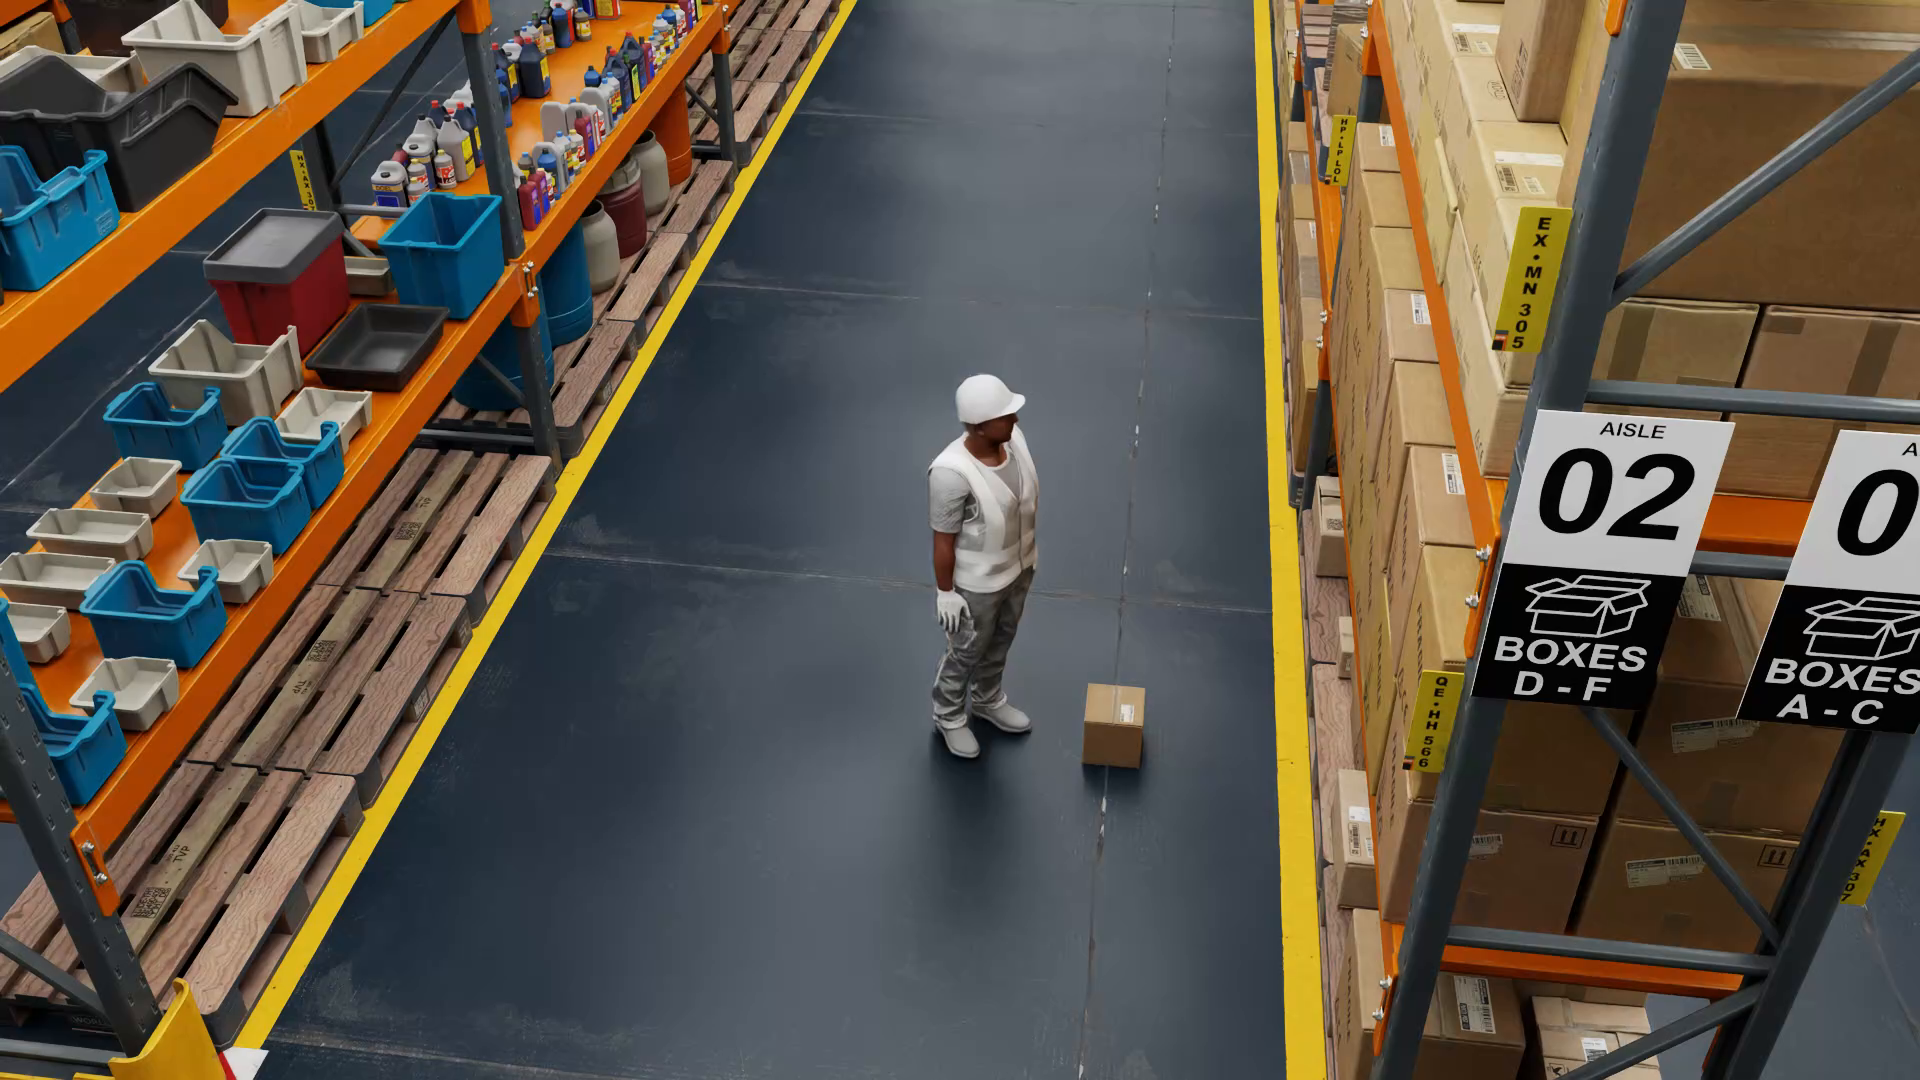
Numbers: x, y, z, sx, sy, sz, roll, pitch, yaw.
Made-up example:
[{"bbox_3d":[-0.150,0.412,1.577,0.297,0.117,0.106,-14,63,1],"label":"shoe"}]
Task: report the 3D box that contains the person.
[{"bbox_3d":[0.100,0.110,6.839,0.381,1.783,0.575,22,41,28],"label":"person"}]
